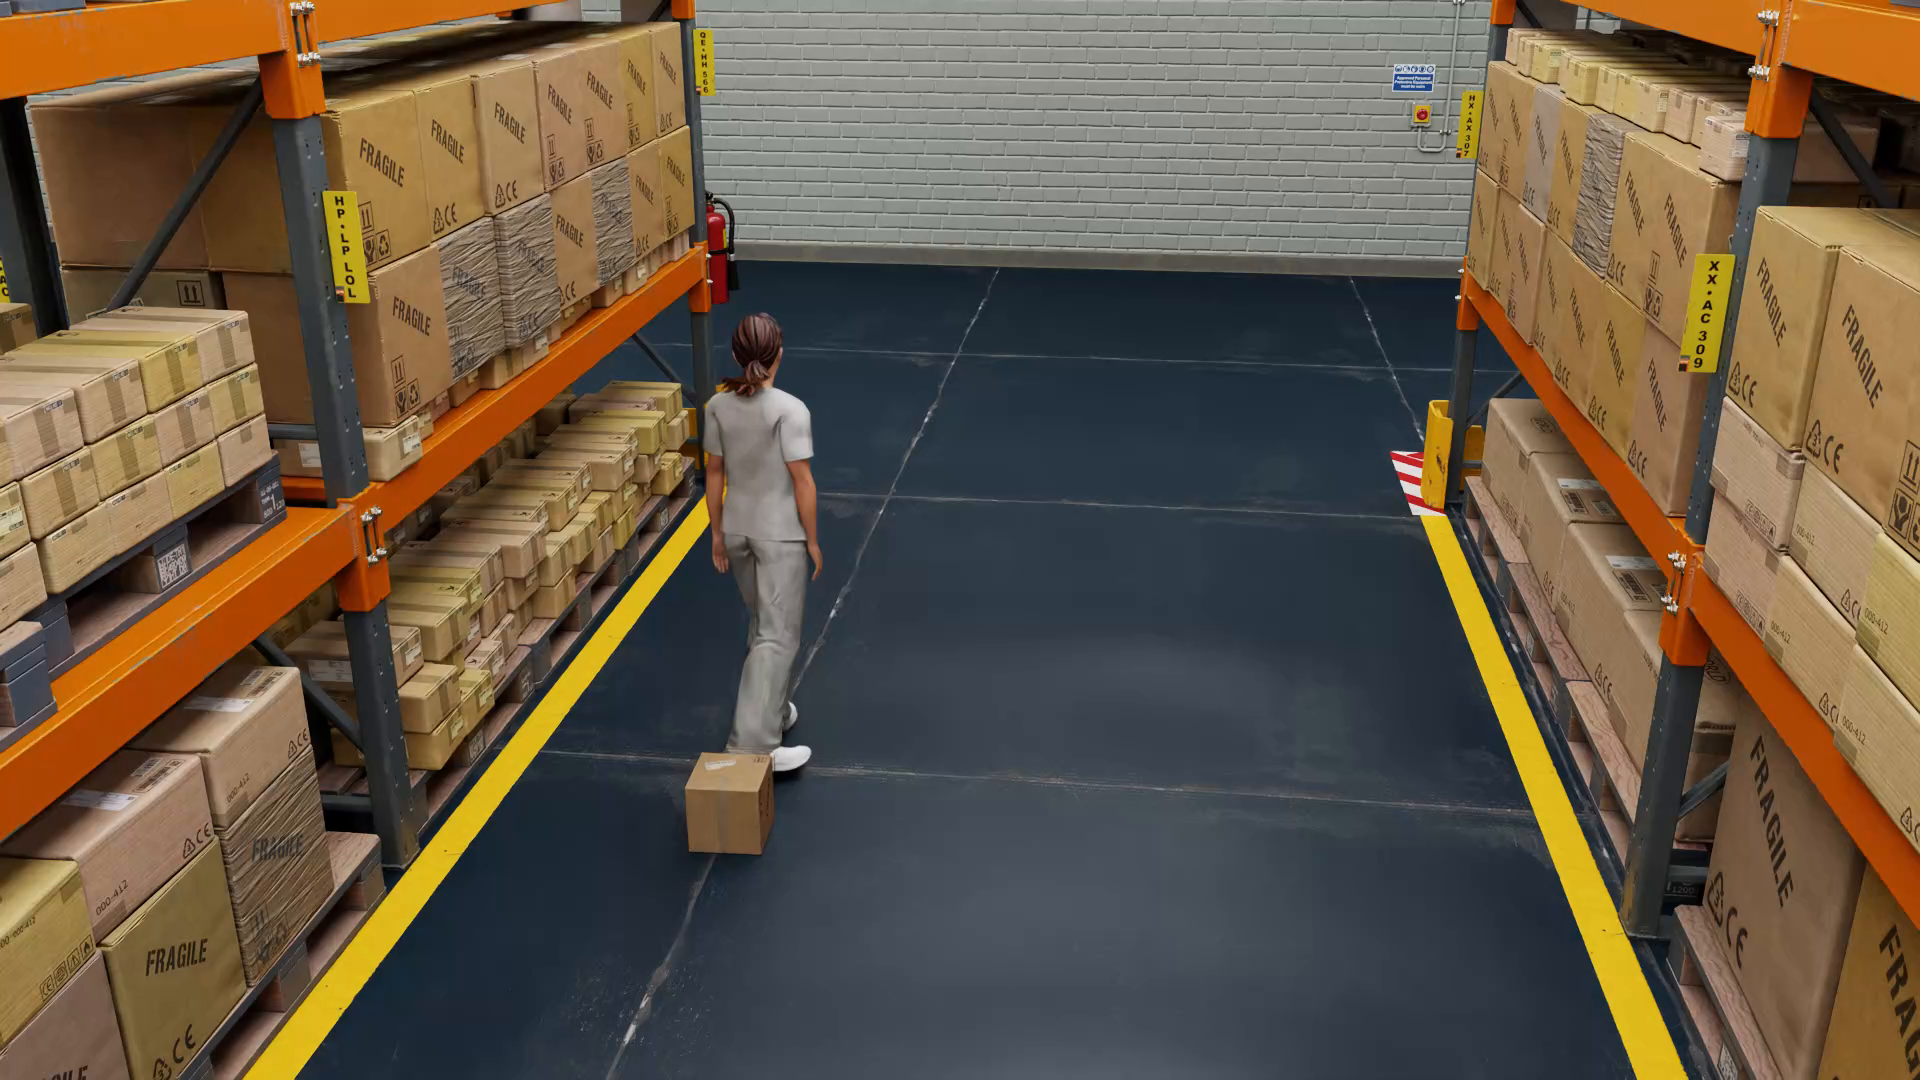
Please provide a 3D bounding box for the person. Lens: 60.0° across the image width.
[{"bbox_3d":[-0.731,0.021,6.043,0.497,1.658,0.562,12,24,28],"label":"person"}]
